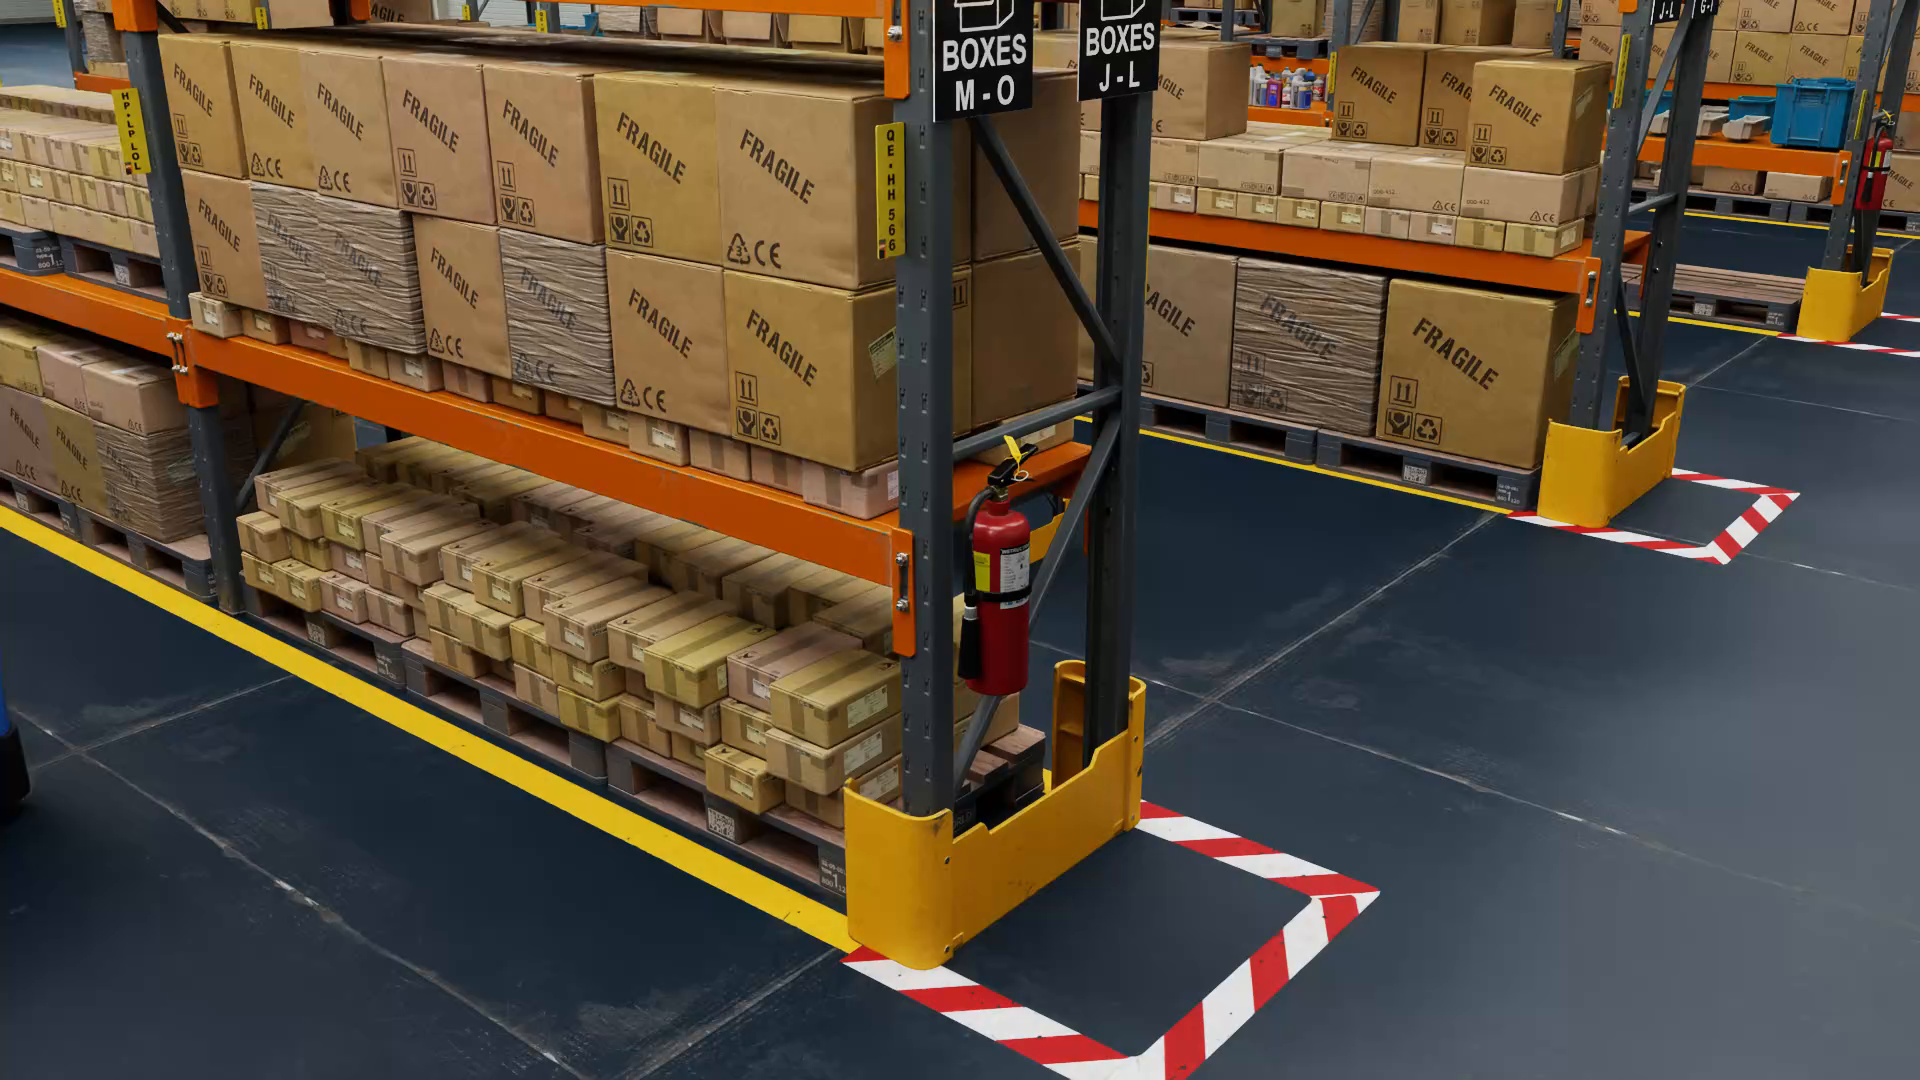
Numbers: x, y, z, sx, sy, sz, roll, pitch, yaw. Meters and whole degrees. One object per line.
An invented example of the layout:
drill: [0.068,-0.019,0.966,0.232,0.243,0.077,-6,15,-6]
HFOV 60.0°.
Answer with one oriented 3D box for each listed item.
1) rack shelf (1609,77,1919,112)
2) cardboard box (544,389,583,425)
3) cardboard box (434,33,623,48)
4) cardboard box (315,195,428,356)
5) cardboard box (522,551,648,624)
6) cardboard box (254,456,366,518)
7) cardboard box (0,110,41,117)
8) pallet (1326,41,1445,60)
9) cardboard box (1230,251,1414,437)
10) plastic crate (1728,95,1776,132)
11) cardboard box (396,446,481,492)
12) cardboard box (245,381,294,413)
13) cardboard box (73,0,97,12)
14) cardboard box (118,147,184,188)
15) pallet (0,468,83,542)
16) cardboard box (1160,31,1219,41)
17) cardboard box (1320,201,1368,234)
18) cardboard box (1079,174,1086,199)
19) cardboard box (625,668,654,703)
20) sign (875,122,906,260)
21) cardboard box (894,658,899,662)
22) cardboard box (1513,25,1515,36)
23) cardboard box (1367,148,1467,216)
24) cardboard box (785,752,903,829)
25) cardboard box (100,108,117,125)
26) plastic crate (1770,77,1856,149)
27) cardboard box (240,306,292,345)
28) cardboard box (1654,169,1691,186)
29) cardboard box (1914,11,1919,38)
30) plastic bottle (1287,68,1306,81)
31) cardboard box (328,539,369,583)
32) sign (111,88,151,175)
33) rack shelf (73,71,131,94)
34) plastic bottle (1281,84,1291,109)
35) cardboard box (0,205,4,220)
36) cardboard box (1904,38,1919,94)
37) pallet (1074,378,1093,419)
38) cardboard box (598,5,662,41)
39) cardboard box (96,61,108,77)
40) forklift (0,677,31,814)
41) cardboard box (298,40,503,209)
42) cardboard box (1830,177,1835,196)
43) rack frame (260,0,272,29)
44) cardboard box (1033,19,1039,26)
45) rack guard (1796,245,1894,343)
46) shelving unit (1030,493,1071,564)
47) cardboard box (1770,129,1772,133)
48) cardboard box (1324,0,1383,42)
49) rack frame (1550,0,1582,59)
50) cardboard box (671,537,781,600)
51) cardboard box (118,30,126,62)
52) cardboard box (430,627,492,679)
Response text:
rack shelf: [8.127,-4.471,16.794,4.000,0.370,1.077,16,26,36]
cardboard box: [-1.178,-0.511,5.627,0.250,0.149,0.380,15,25,34]
cardboard box: [-1.577,-1.605,6.192,0.500,0.500,0.500,17,26,38]
cardboard box: [-1.924,-0.990,5.978,0.500,0.500,0.500,15,26,35]
cardboard box: [-1.353,0.185,6.028,0.250,0.149,0.380,15,25,35]
cardboard box: [-2.768,-0.221,7.106,0.250,0.149,0.380,17,27,38]
cardboard box: [-4.748,-2.015,8.177,0.250,0.149,0.380,17,27,38]
pallet: [4.988,-5.624,19.103,1.213,0.211,1.003,16,26,36]
cardboard box: [2.158,-1.181,9.465,0.875,0.875,0.875,16,26,36]
plastic crate: [6.048,-3.250,12.688,0.300,0.233,0.416,16,26,36]
cardboard box: [-2.241,-0.300,7.315,0.250,0.149,0.380,16,26,37]
cardboard box: [-3.309,-0.829,7.999,0.500,0.250,0.500,15,25,34]
cardboard box: [-8.732,-5.681,17.001,0.500,0.500,0.500,16,26,36]
cardboard box: [-3.338,-1.607,7.097,0.250,0.149,0.380,18,27,39]
pallet: [-4.457,-0.354,8.809,1.213,0.211,1.003,16,26,36]
cardboard box: [1.221,-2.825,10.135,0.500,0.500,0.500,16,26,37]
cardboard box: [2.133,-1.754,8.924,0.250,0.149,0.380,15,26,35]
cardboard box: [0.738,-2.155,9.989,0.250,0.149,0.380,17,27,38]
cardboard box: [-0.941,0.434,5.791,0.250,0.149,0.380,16,26,36]
sign: [-0.171,-0.864,4.119,0.005,0.325,0.100,16,26,36]
cardboard box: [-0.225,0.413,5.845,0.250,0.149,0.380,16,26,36]
cardboard box: [7.731,-6.977,22.747,0.250,0.149,0.380,17,26,37]
cardboard box: [2.474,-1.873,8.674,0.500,0.250,0.500,16,26,35]
cardboard box: [-0.345,0.756,5.358,0.250,0.149,0.380,17,26,37]
cardboard box: [-4.132,-2.132,8.489,0.250,0.149,0.380,17,27,38]
plastic crate: [6.164,-3.077,11.941,0.499,0.435,0.616,16,26,36]
cardboard box: [-2.644,-0.906,6.676,0.250,0.149,0.380,17,27,38]
cardboard box: [7.442,-3.791,17.363,0.250,0.166,0.380,16,26,36]
cardboard box: [9.157,-4.901,15.354,0.500,0.500,0.500,16,26,36]
plastic bottle: [3.041,-4.132,15.050,0.135,0.276,0.152,16,26,36]
cardboard box: [-2.361,0.029,6.863,0.250,0.149,0.380,16,26,36]
sign: [-3.252,-1.603,6.527,0.005,0.325,0.100,16,26,36]
rack shelf: [-7.437,-4.441,16.715,4.000,0.370,1.077,16,26,36]
plastic bottle: [2.825,-3.826,14.344,0.097,0.201,0.097,0,21,0]
cardboard box: [-4.555,-1.676,8.123,0.250,0.149,0.380,15,25,35]
cardboard box: [9.157,-4.434,15.534,0.500,0.500,0.500,17,27,38]
pallet: [0.850,-1.051,10.657,1.213,0.211,1.003,16,26,36]
cardboard box: [-2.232,-3.788,12.399,0.637,0.503,0.797,17,27,38]
cardboard box: [-8.734,-4.917,17.312,0.250,0.149,0.380,16,26,36]
forklift: [-4.739,-0.367,4.988,3.031,2.935,1.130,3,21,8]
cardboard box: [-1.926,-1.468,5.829,0.500,0.500,0.500,17,26,37]
cardboard box: [9.047,-3.592,16.714,0.500,0.250,0.500,16,26,36]
rack frame: [-5.887,-4.332,15.404,0.127,3.000,1.000,16,26,36]
cardboard box: [0.788,-6.871,22.350,0.500,0.250,0.500,18,27,40]
rack guard: [6.568,-1.837,12.331,0.348,0.500,1.175,16,26,36]
shelving unit: [-0.059,-0.719,7.949,1.083,1.500,0.587,16,26,36]
cardboard box: [10.608,-5.328,20.994,0.500,0.500,0.700,16,26,36]
cardboard box: [4.625,-6.024,19.155,0.700,0.500,0.500,-16,26,-37]
rack frame: [6.577,-5.254,17.850,0.127,3.000,1.000,16,26,36]
cardboard box: [-0.853,0.111,6.225,0.250,0.149,0.380,17,27,38]
cardboard box: [-8.114,-5.201,17.147,0.500,0.500,0.875,16,26,36]
cardboard box: [-1.794,0.371,6.378,0.250,0.149,0.380,15,25,35]
